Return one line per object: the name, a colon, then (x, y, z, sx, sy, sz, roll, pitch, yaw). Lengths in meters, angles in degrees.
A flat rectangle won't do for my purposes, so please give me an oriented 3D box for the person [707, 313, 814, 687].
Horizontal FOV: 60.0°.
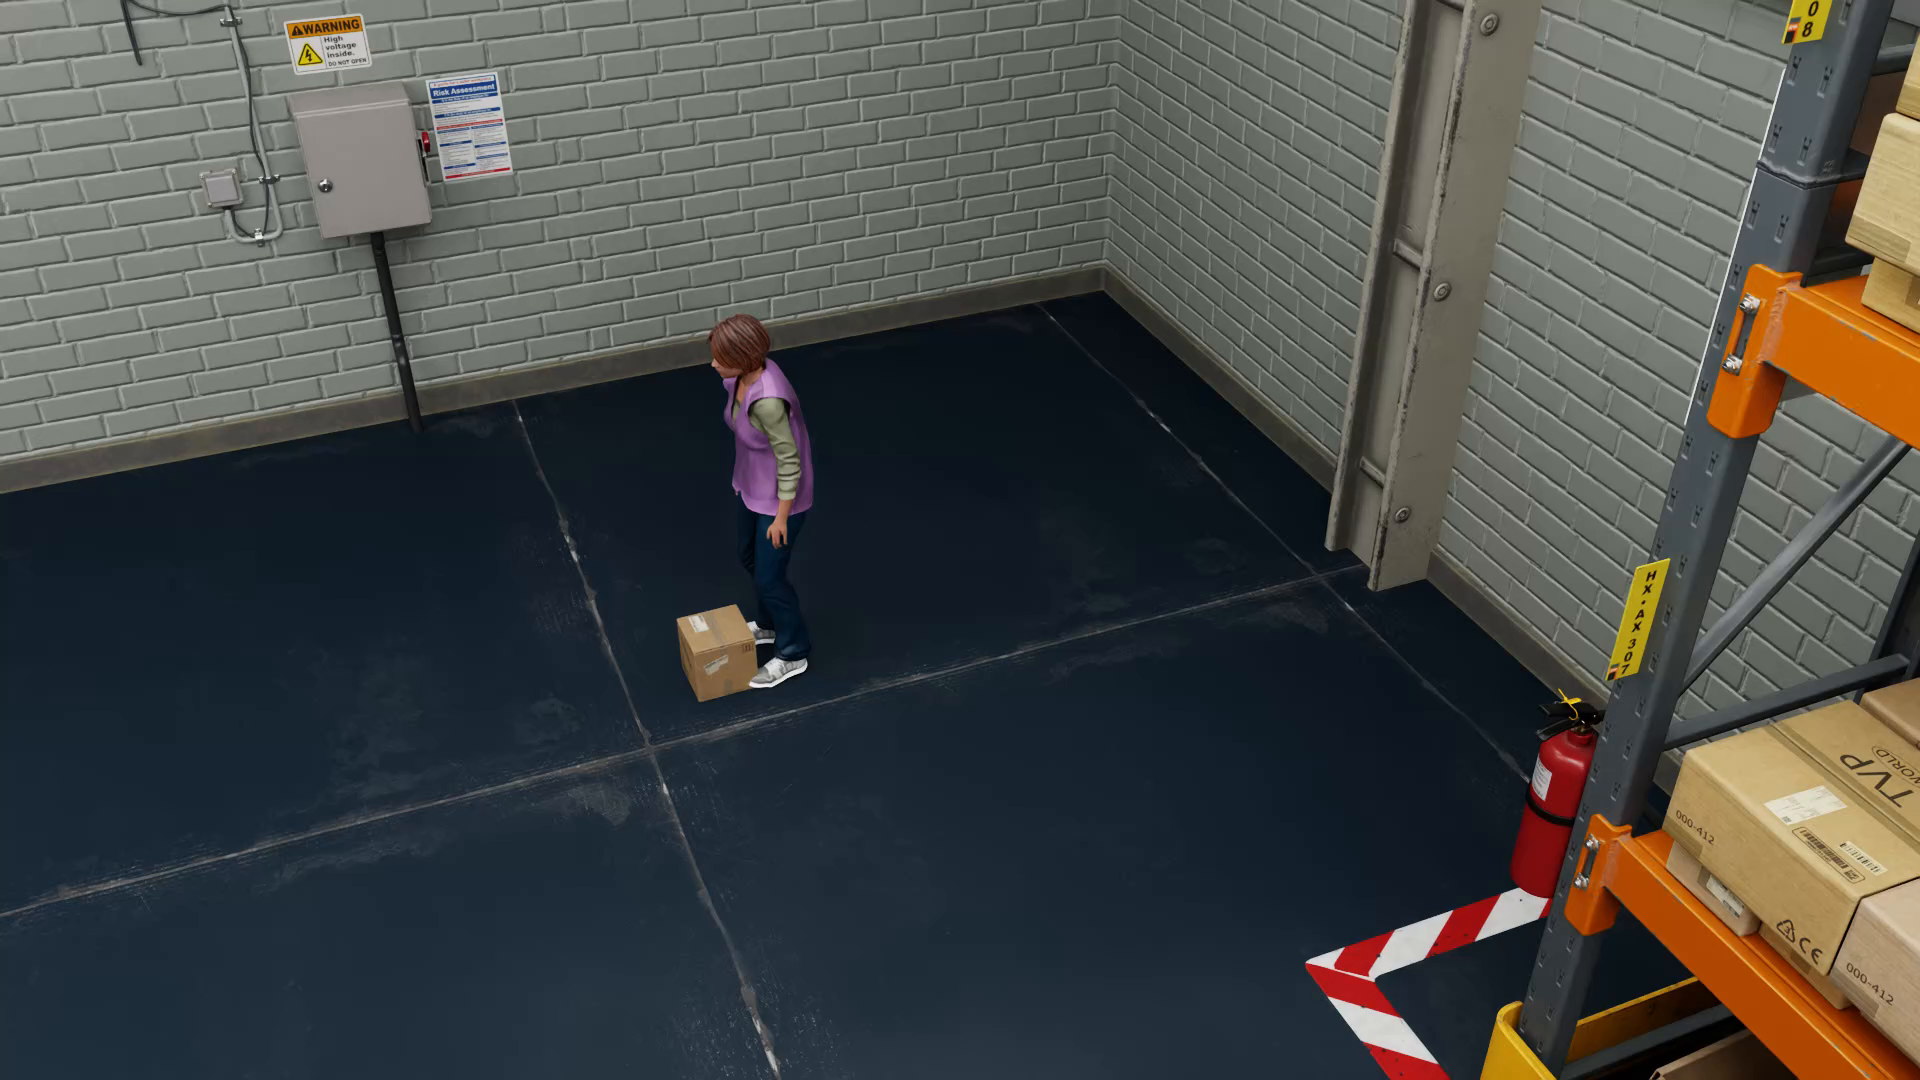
person: (-0.749, -0.160, 6.392, 0.346, 1.591, 0.474, -15, 37, -21)
